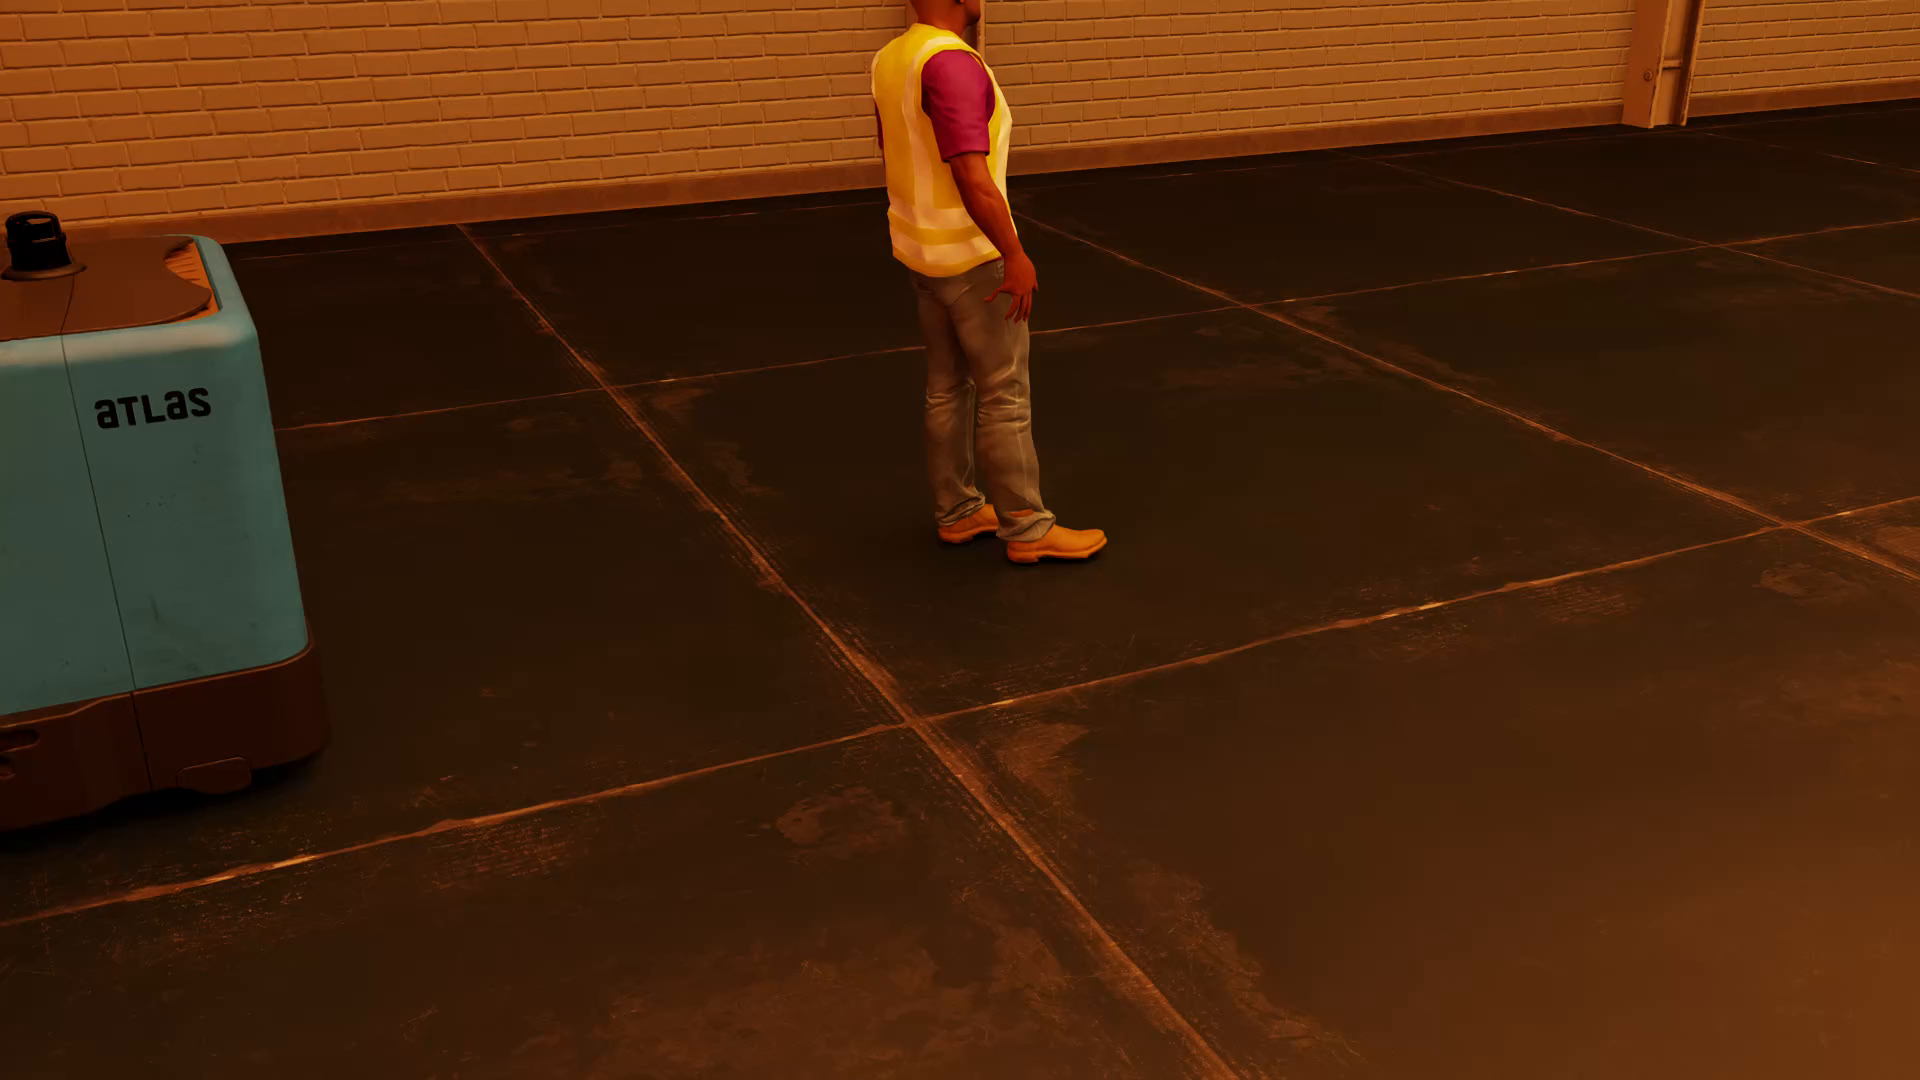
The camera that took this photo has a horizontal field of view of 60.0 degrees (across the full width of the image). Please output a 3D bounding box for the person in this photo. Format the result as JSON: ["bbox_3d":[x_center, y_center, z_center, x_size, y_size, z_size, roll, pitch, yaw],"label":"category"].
[{"bbox_3d":[0.066,-0.832,4.789,0.575,1.768,0.666,-10,25,-23],"label":"person"}]

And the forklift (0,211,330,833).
[{"bbox_3d":[-3.000,-0.725,3.032,3.031,2.935,1.130,-11,25,-24],"label":"forklift"}]
